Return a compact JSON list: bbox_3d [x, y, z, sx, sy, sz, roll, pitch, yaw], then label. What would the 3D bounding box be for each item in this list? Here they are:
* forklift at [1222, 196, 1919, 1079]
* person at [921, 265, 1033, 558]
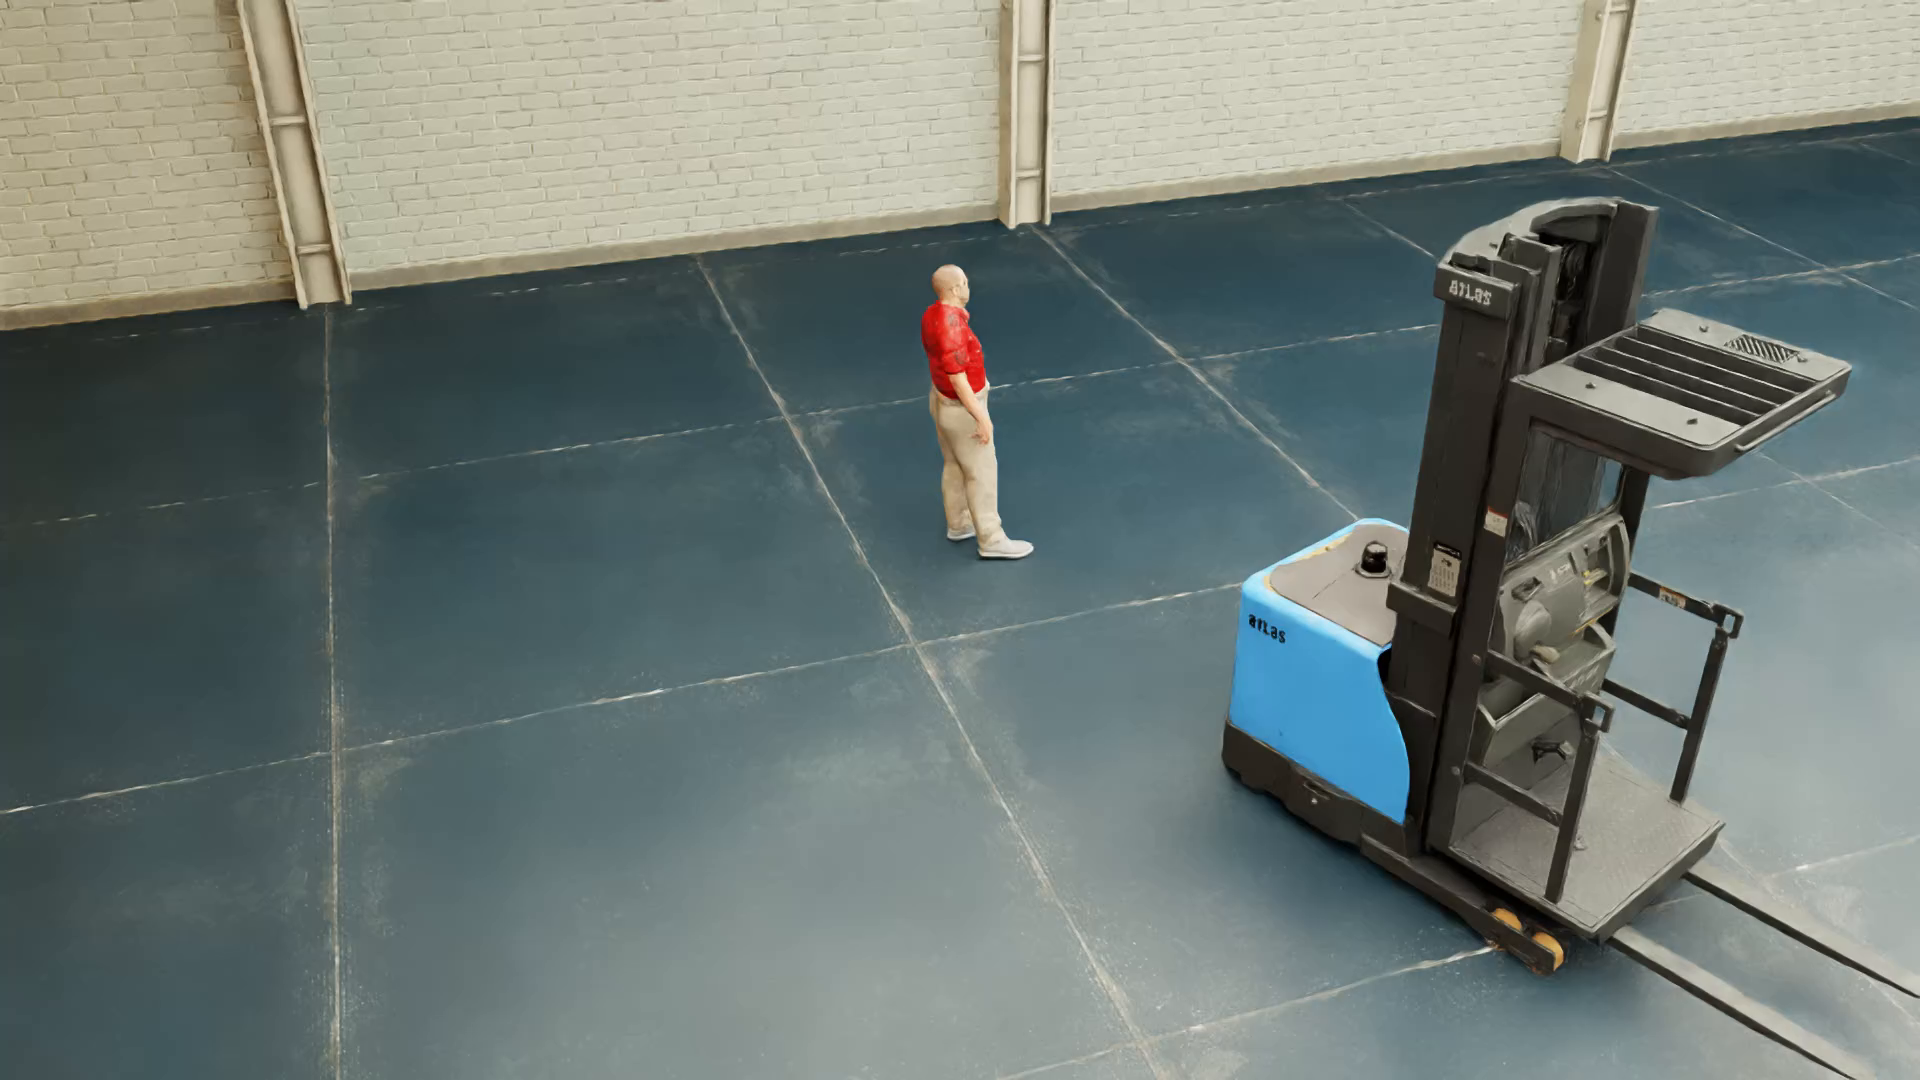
[{"bbox_3d":[2.609,0.244,6.663,1.130,2.935,3.031,-23,37,-34],"label":"forklift"},{"bbox_3d":[0.089,-0.764,9.606,0.550,1.726,0.640,-10,31,-16],"label":"person"}]
